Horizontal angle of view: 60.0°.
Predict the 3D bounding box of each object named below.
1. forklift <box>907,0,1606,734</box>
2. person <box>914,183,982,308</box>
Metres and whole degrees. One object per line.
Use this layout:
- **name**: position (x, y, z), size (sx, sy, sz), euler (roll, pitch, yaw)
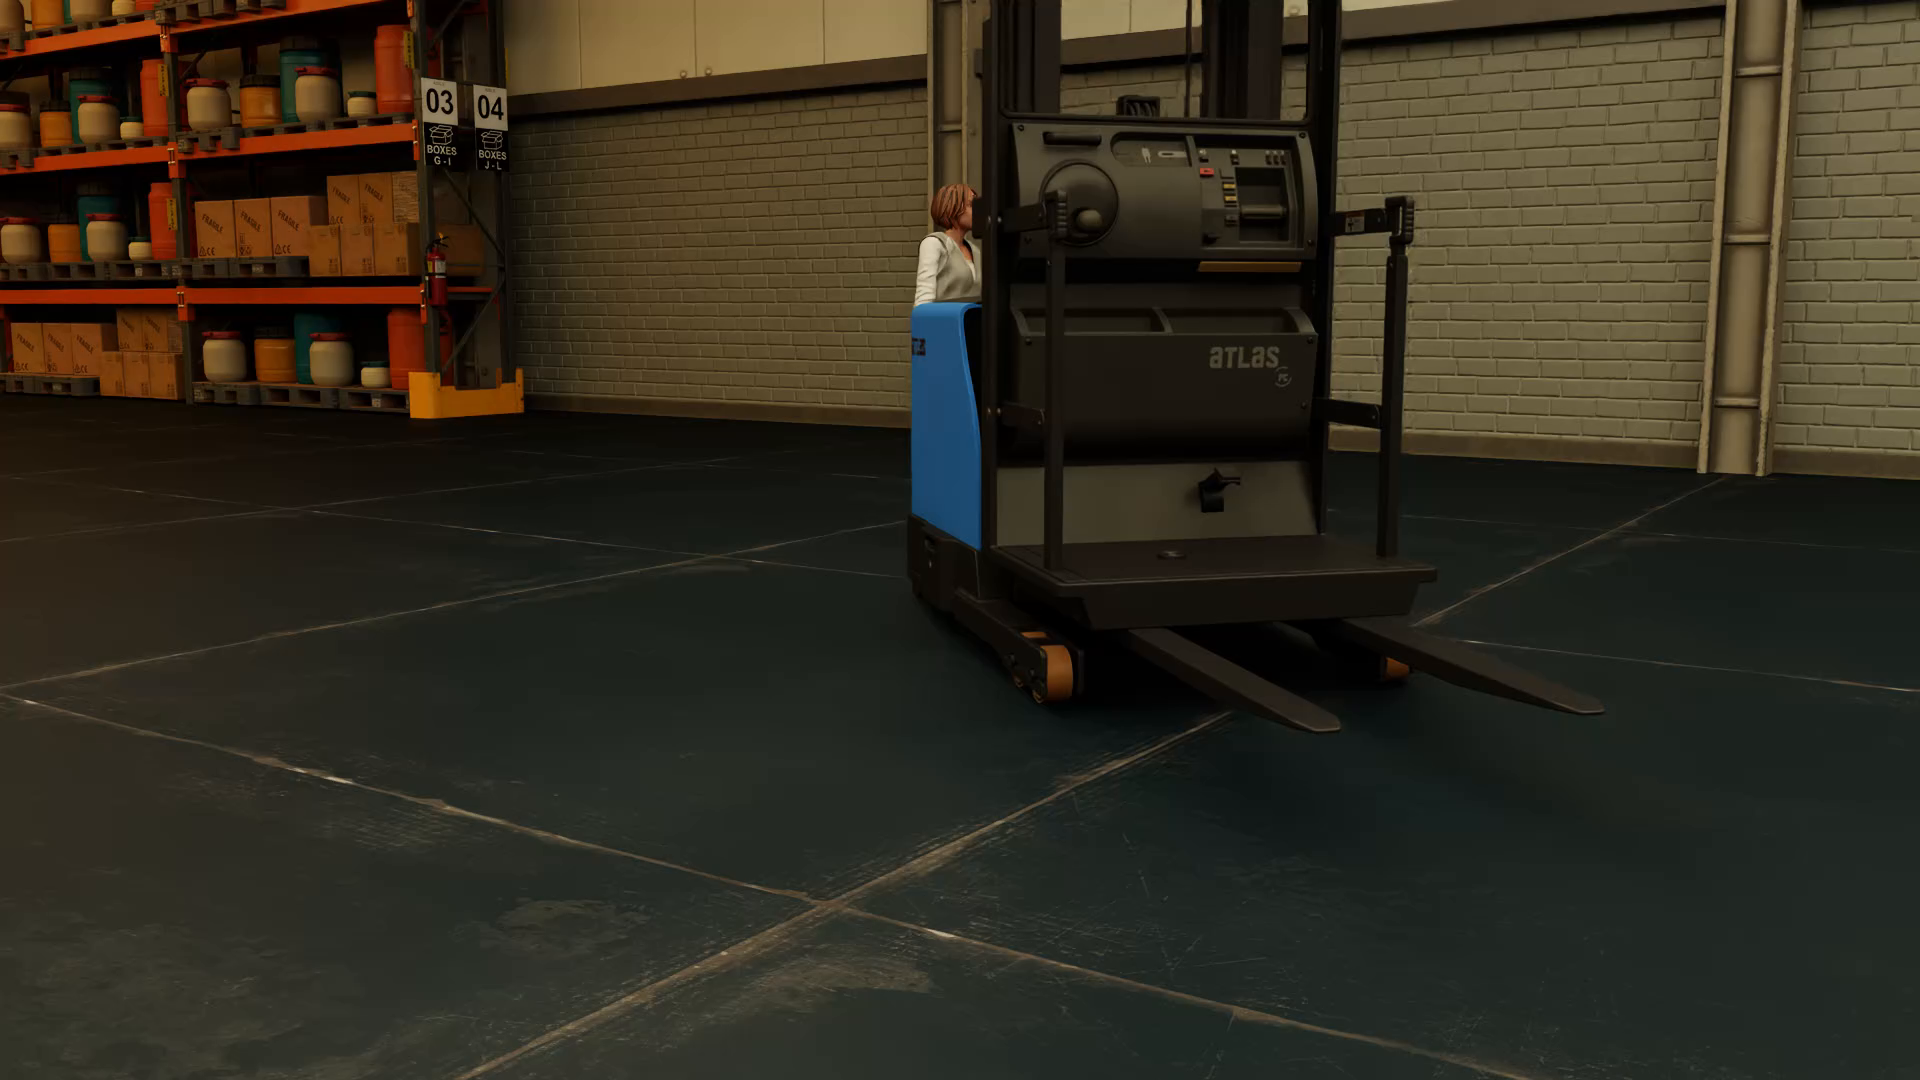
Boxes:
- **forklift**: position (0.663, -1.066, 4.689), size (1.130, 2.935, 3.031), euler (-2, 8, -14)
- **person**: position (0.053, -0.791, 7.437), size (0.474, 1.598, 0.519), euler (5, 10, 34)
